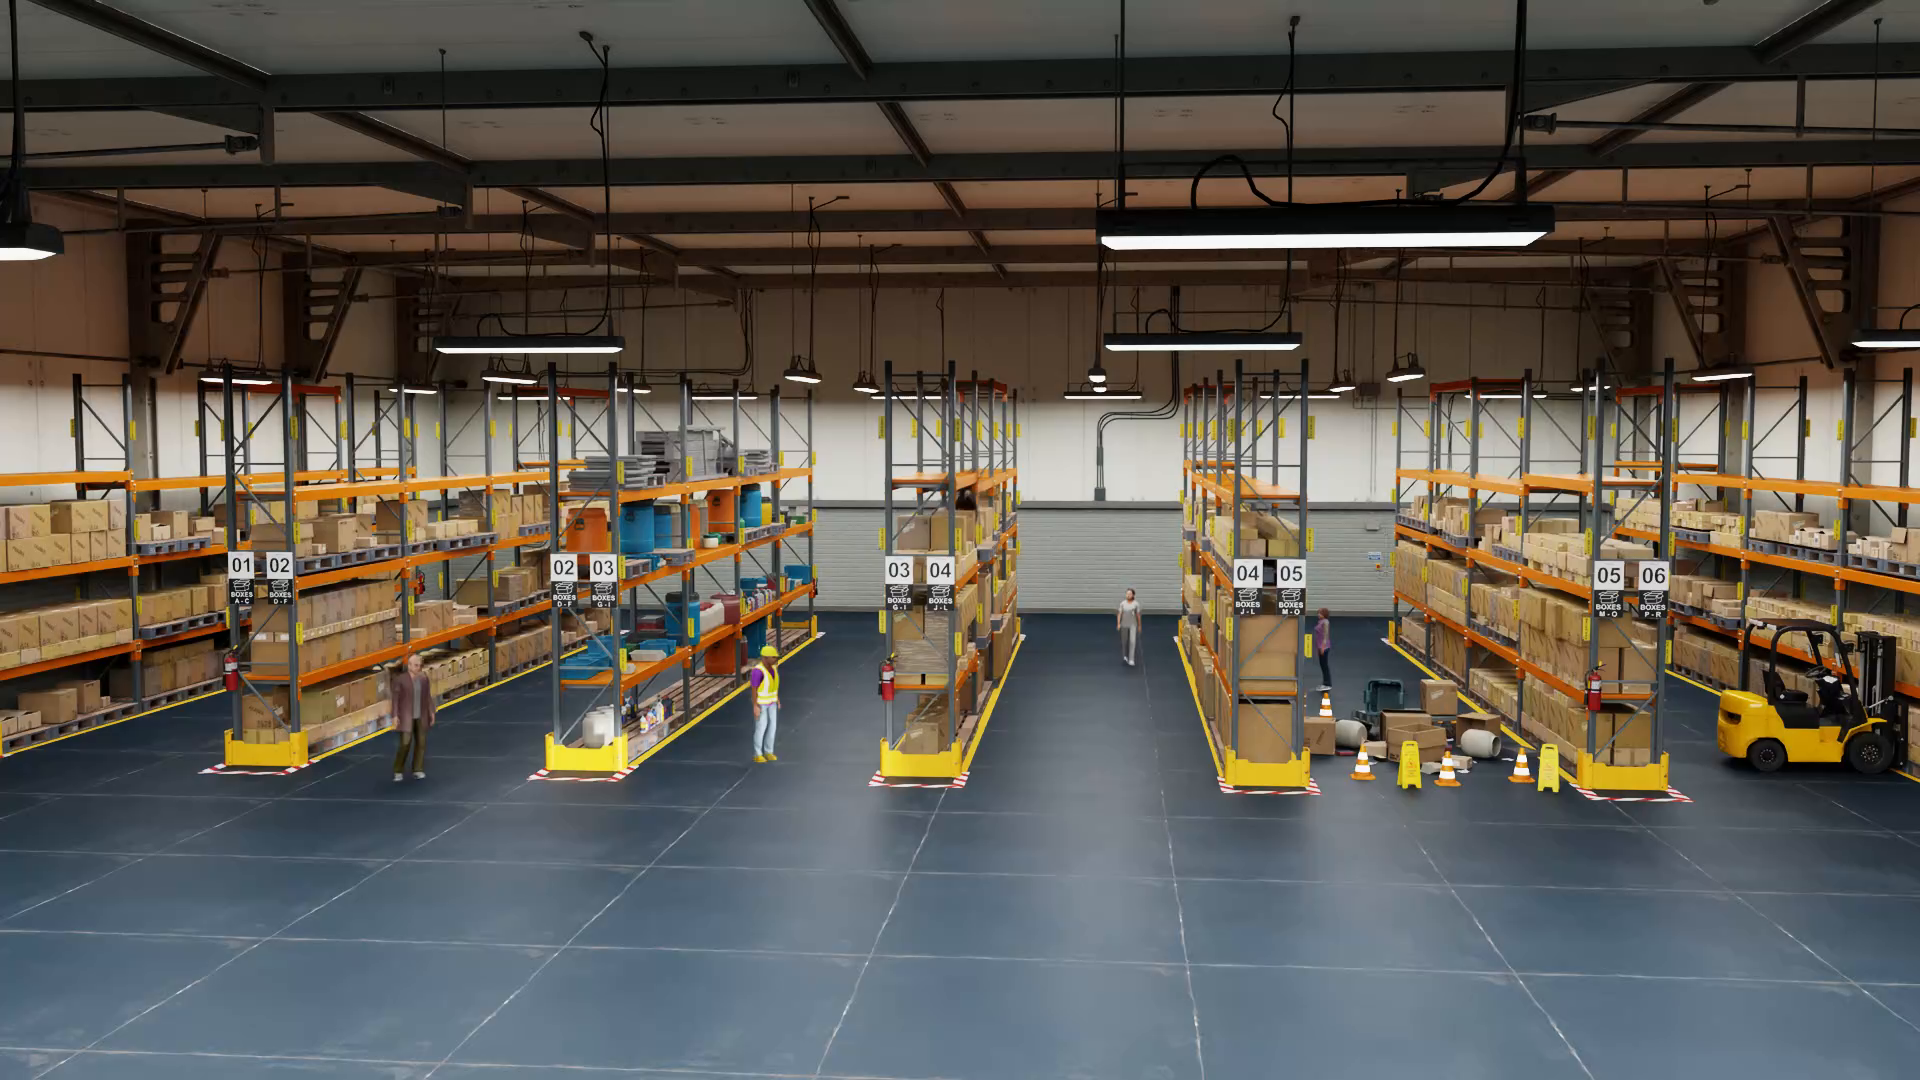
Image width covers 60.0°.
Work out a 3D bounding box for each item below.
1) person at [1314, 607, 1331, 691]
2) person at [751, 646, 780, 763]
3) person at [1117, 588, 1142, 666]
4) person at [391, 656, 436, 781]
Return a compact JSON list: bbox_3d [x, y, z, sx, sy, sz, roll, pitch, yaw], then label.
[{"bbox_3d":[6.988,2.095,32.028,0.345,1.603,0.443,1,4,13],"label":"person"},{"bbox_3d":[-2.927,2.474,25.120,0.449,1.774,0.616,2,4,33],"label":"person"},{"bbox_3d":[3.628,1.851,35.567,0.512,1.626,1.014,1,4,9],"label":"person"},{"bbox_3d":[-7.856,2.581,23.955,0.476,1.834,0.637,4,5,43],"label":"person"}]
